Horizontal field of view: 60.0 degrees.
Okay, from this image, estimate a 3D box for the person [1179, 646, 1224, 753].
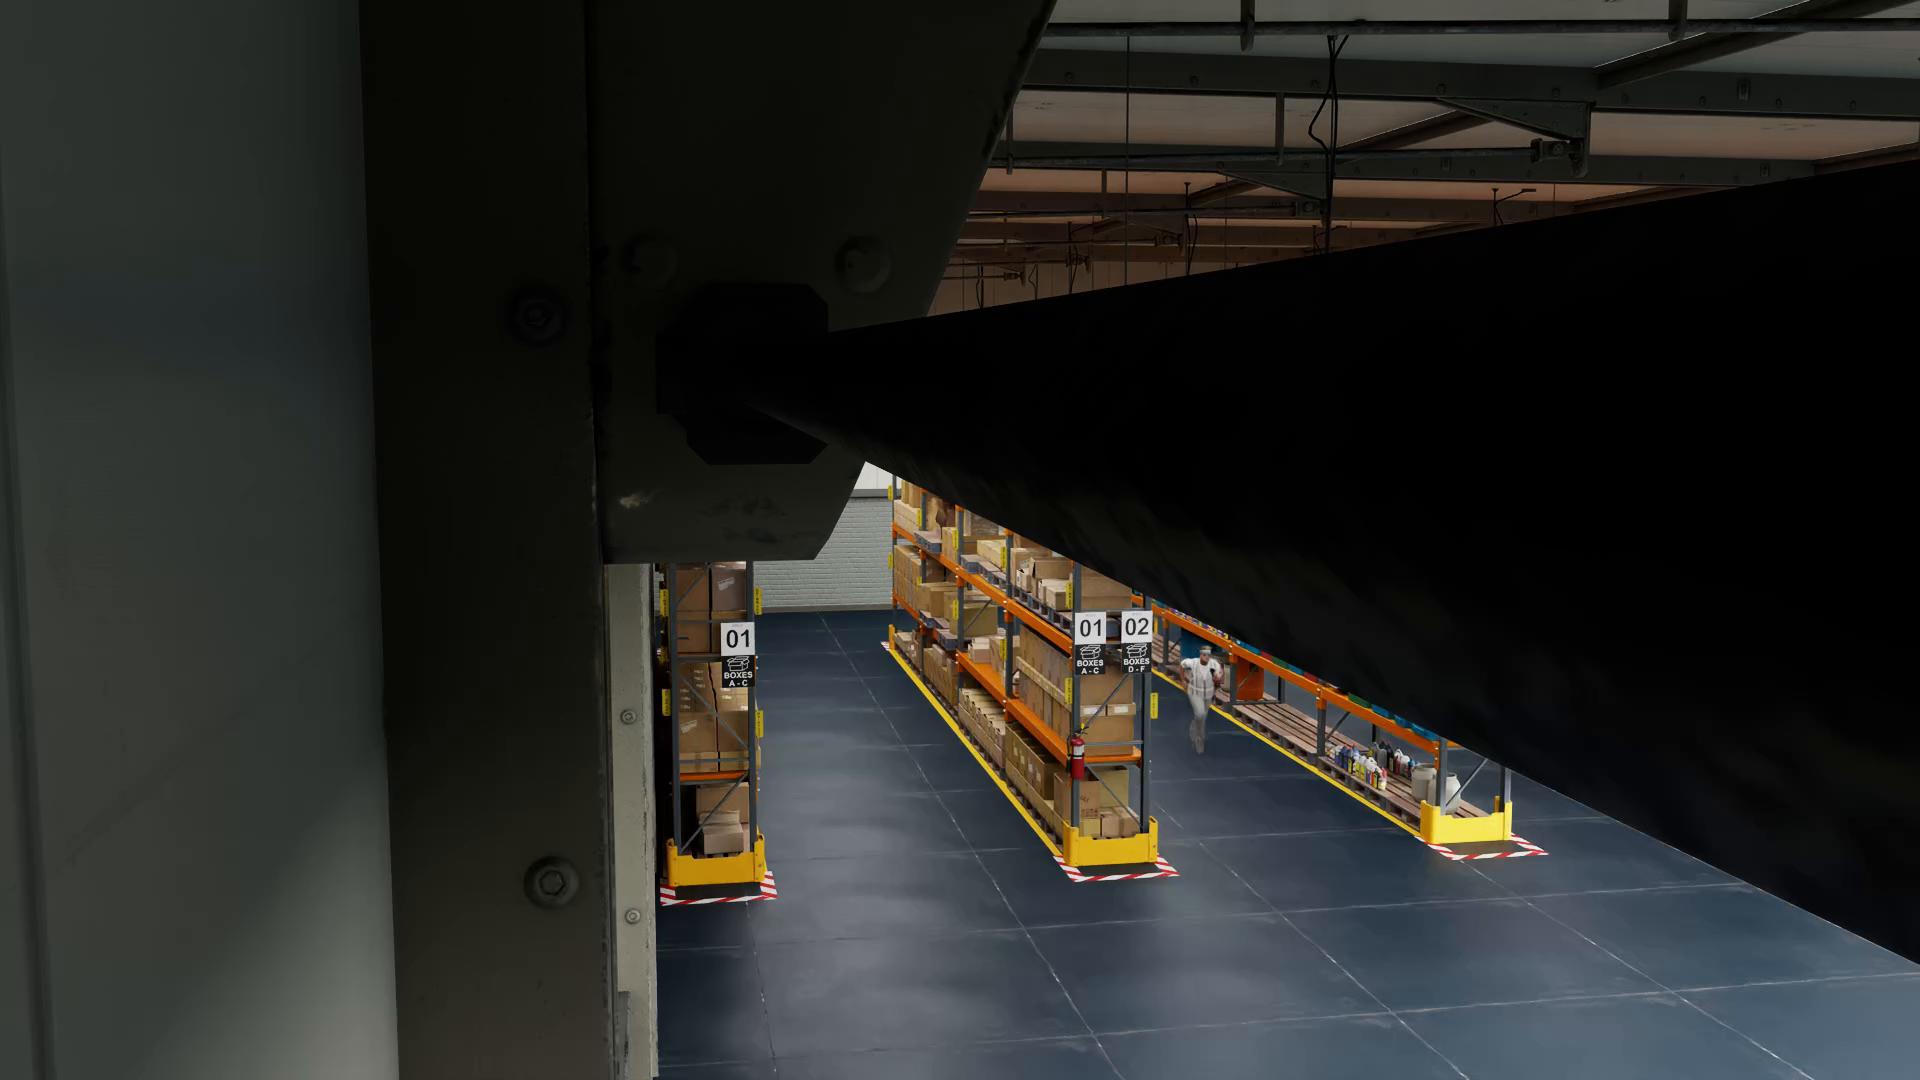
[{"bbox_3d":[3.921,2.554,27.126,0.650,1.784,0.966,-2,6,-14],"label":"person"}]
